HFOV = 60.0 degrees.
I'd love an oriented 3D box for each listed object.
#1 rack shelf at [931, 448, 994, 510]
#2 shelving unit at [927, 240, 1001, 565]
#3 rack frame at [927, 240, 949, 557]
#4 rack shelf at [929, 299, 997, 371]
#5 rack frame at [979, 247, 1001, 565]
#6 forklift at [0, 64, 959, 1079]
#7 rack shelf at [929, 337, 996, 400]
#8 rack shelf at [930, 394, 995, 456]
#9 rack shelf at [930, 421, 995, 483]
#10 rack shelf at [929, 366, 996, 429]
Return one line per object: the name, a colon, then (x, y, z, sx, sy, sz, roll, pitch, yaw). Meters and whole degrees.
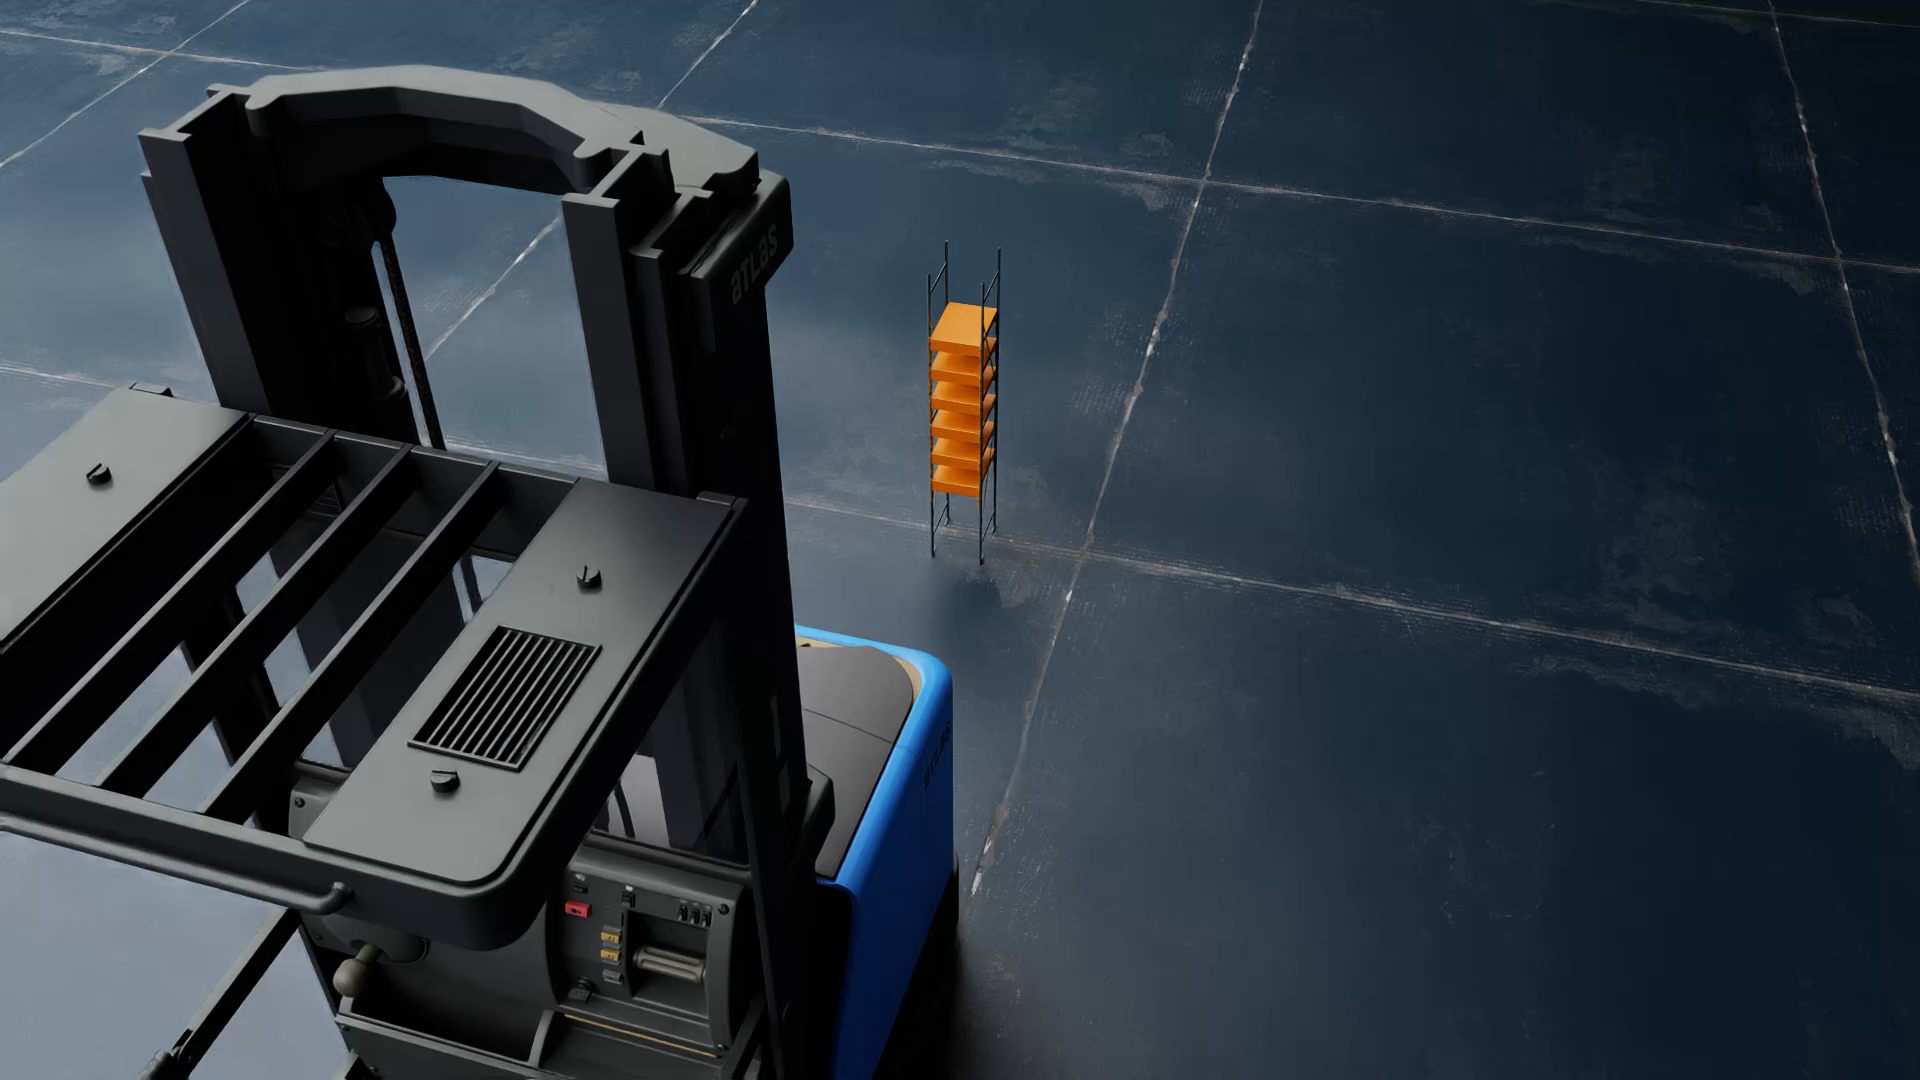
rack shelf: (0.014, -0.239, 6.044, 0.180, 0.103, 0.258, 10, 41, 11)
shelving unit: (0.014, -0.457, 5.861, 0.189, 1.200, 0.258, 10, 41, 11)
rack frame: (-0.074, -0.472, 5.879, 0.006, 1.200, 0.240, 10, 41, 11)
rack shelf: (0.014, -0.699, 5.658, 0.180, 0.103, 0.258, 10, 41, 11)
rack frame: (0.102, -0.442, 5.843, 0.006, 1.200, 0.240, 10, 41, 11)
forklift: (-0.916, 0.814, 3.002, 1.130, 2.935, 3.031, 11, 41, 13)
rack shelf: (0.014, -0.607, 5.735, 0.180, 0.103, 0.258, 10, 41, 11)
rack shelf: (0.014, -0.423, 5.890, 0.180, 0.103, 0.258, 10, 41, 11)
rack shelf: (0.014, -0.331, 5.967, 0.180, 0.103, 0.258, 10, 41, 11)
rack shelf: (0.014, -0.515, 5.813, 0.180, 0.103, 0.258, 10, 41, 11)
